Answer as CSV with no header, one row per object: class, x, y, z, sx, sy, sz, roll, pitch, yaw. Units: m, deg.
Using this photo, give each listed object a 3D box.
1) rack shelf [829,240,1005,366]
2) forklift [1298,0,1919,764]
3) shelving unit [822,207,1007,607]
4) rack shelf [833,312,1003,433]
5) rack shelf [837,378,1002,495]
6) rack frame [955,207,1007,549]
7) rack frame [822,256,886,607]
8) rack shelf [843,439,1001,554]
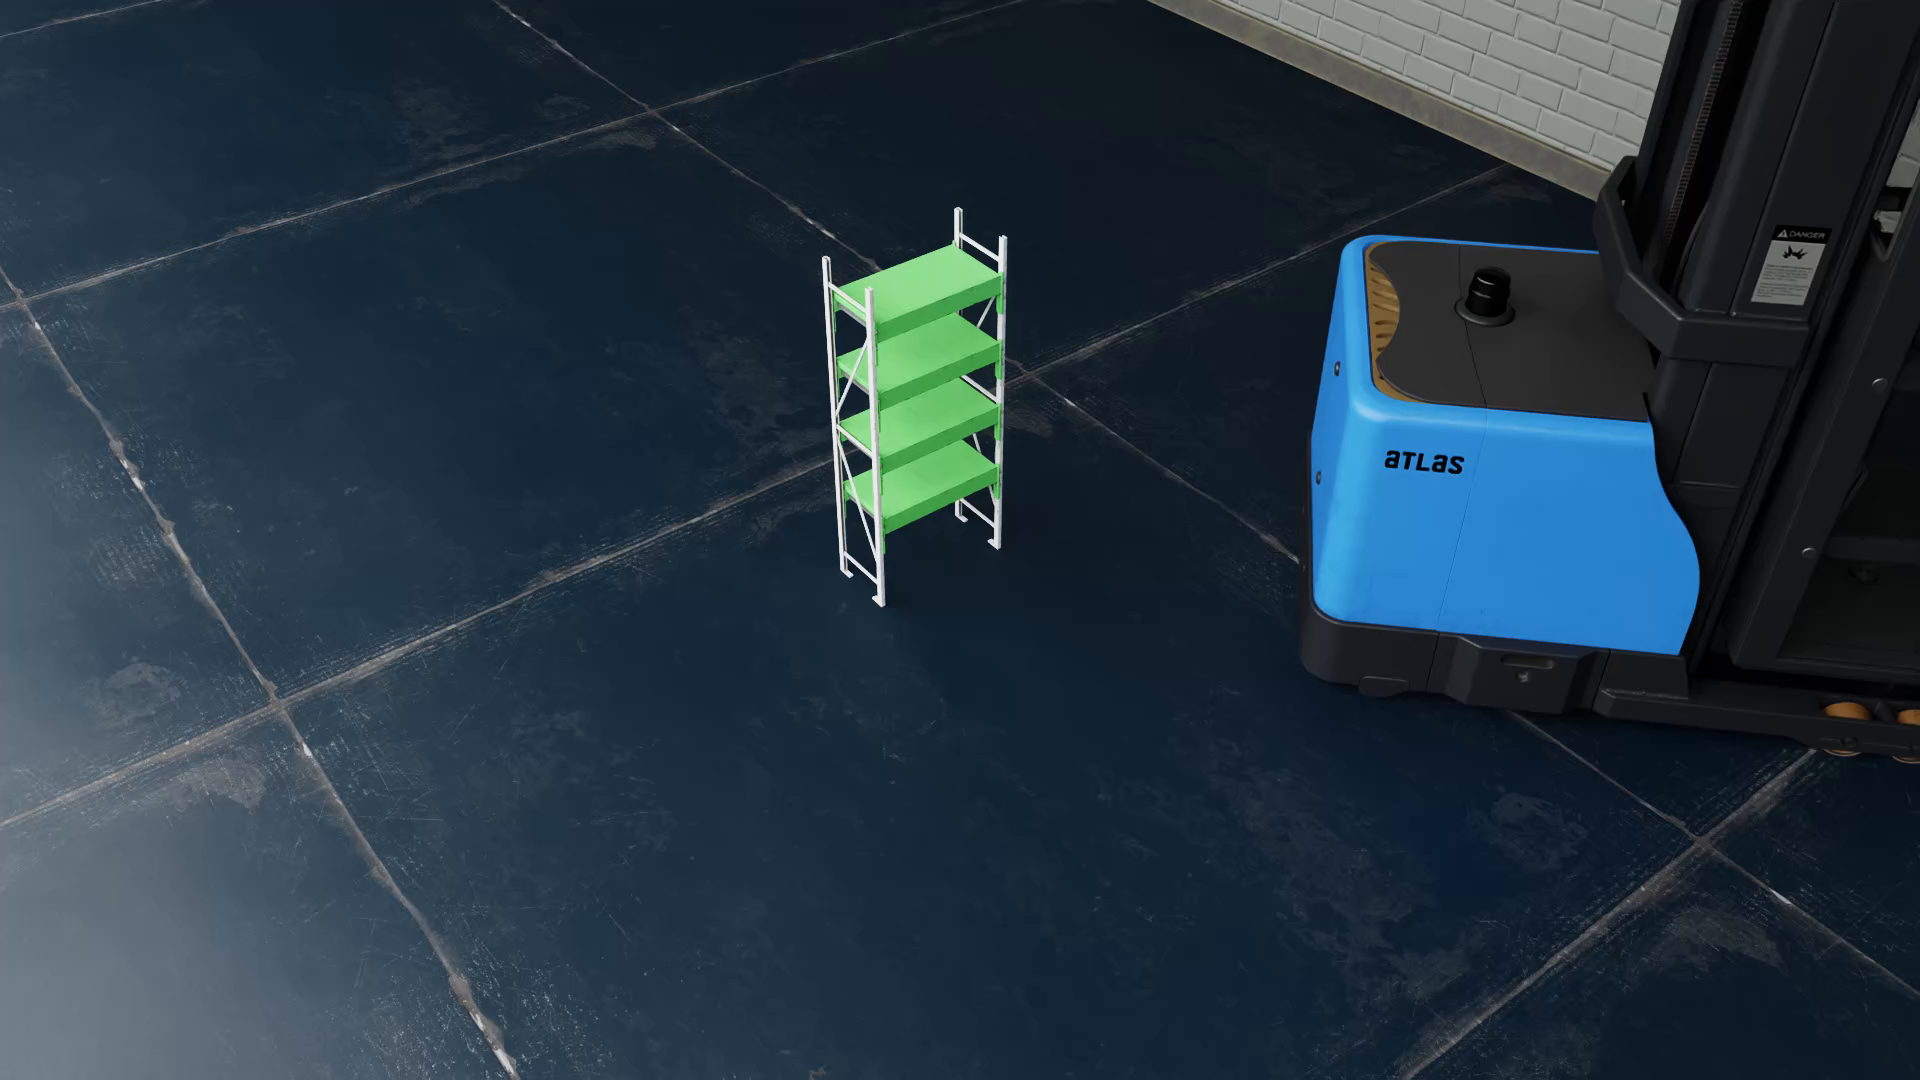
rack shelf,-0.131,-0.722,5.028,0.480,0.148,0.258,-26,46,-28
forklift,2.621,-0.832,4.454,3.031,2.935,1.130,6,40,7
shelving unit,-0.131,-0.400,5.291,0.503,1.200,0.258,-26,46,-28
rack shelf,-0.131,-0.536,5.180,0.480,0.148,0.258,-26,46,-28
rack shelf,-0.131,-0.351,5.332,0.480,0.148,0.258,-26,46,-28
rack frame,0.062,-0.494,5.406,0.015,1.200,0.240,-26,46,-28
rack frame,-0.325,-0.306,5.177,0.015,1.200,0.240,-26,46,-28
rack shelf,-0.131,-0.165,5.484,0.480,0.148,0.258,-26,46,-28
